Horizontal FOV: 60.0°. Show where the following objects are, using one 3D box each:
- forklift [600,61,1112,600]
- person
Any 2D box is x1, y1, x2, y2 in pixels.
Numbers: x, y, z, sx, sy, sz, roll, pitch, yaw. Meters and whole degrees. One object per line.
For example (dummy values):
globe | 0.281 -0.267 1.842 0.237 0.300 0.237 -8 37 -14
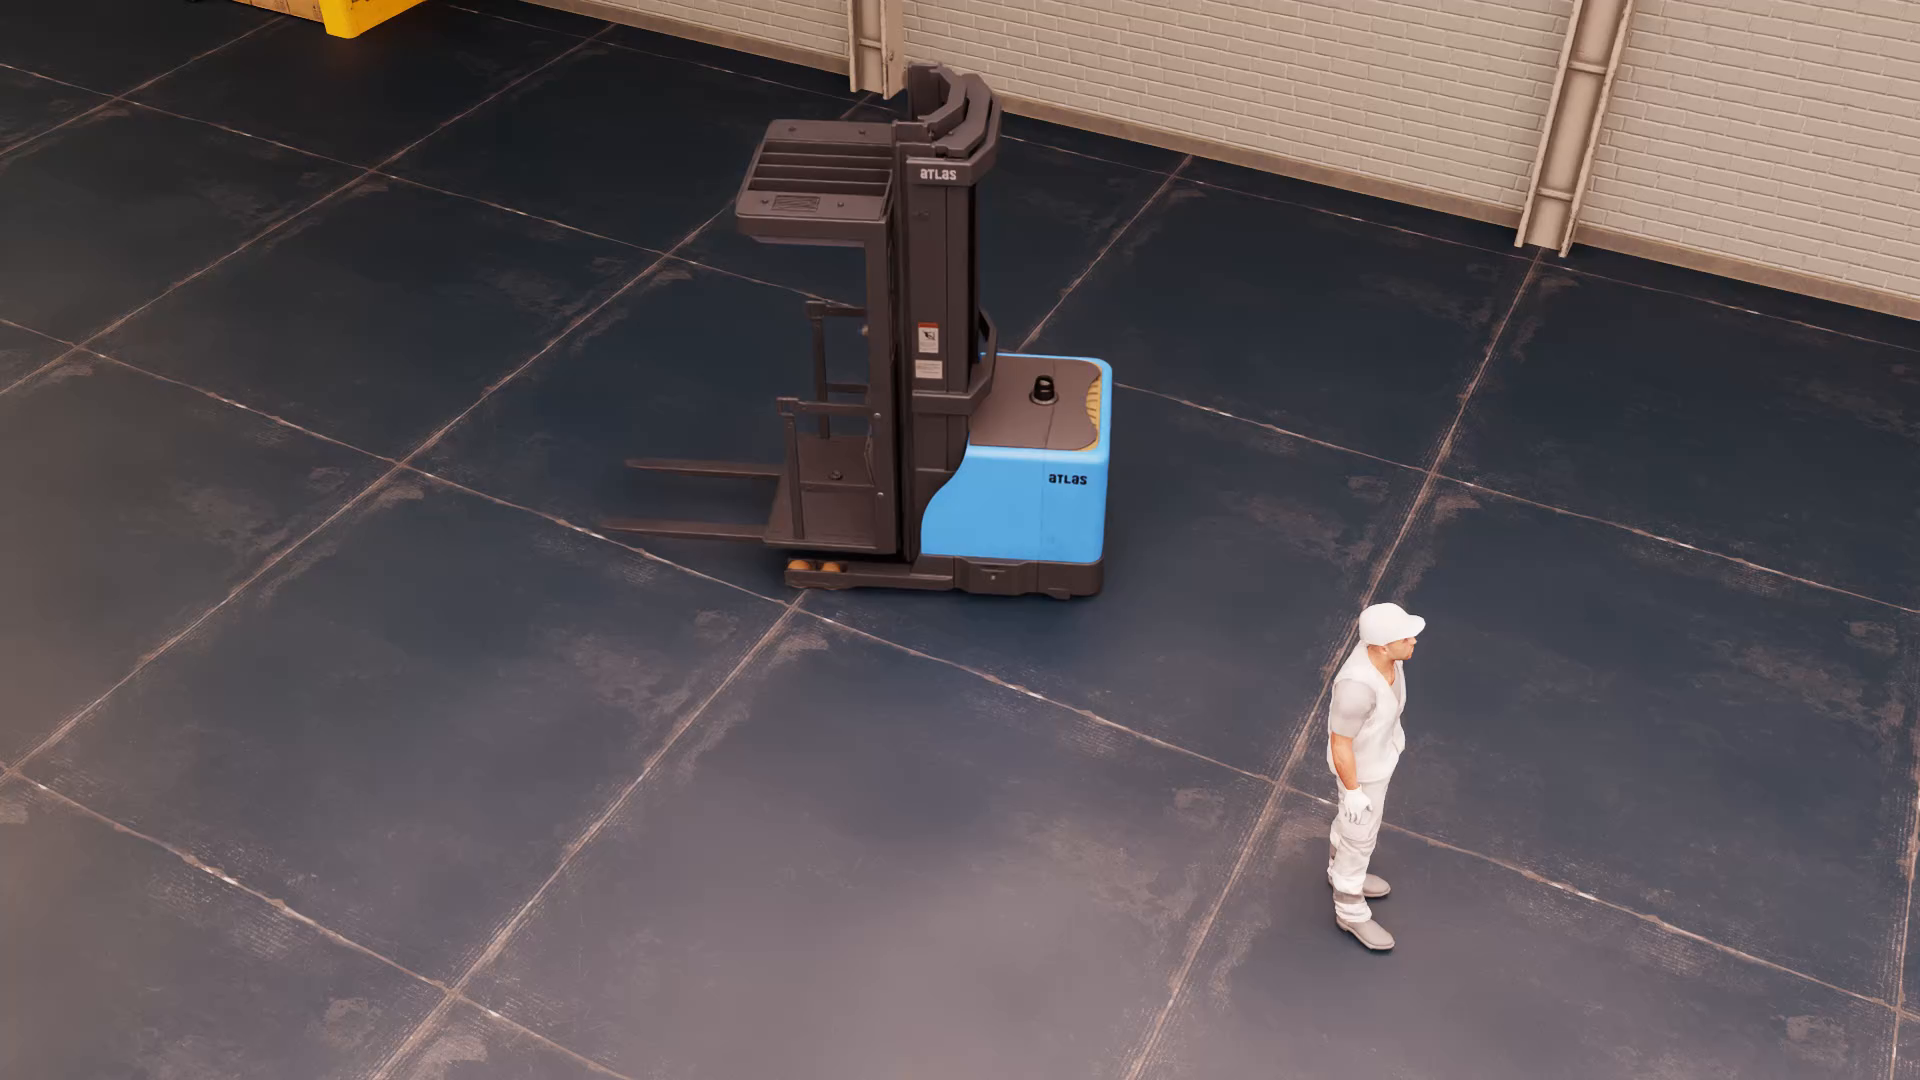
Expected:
forklift | -0.631 -1.158 9.362 3.031 2.935 1.130 3 40 4
person | 1.937 1.040 7.627 0.564 1.787 0.637 19 44 21
